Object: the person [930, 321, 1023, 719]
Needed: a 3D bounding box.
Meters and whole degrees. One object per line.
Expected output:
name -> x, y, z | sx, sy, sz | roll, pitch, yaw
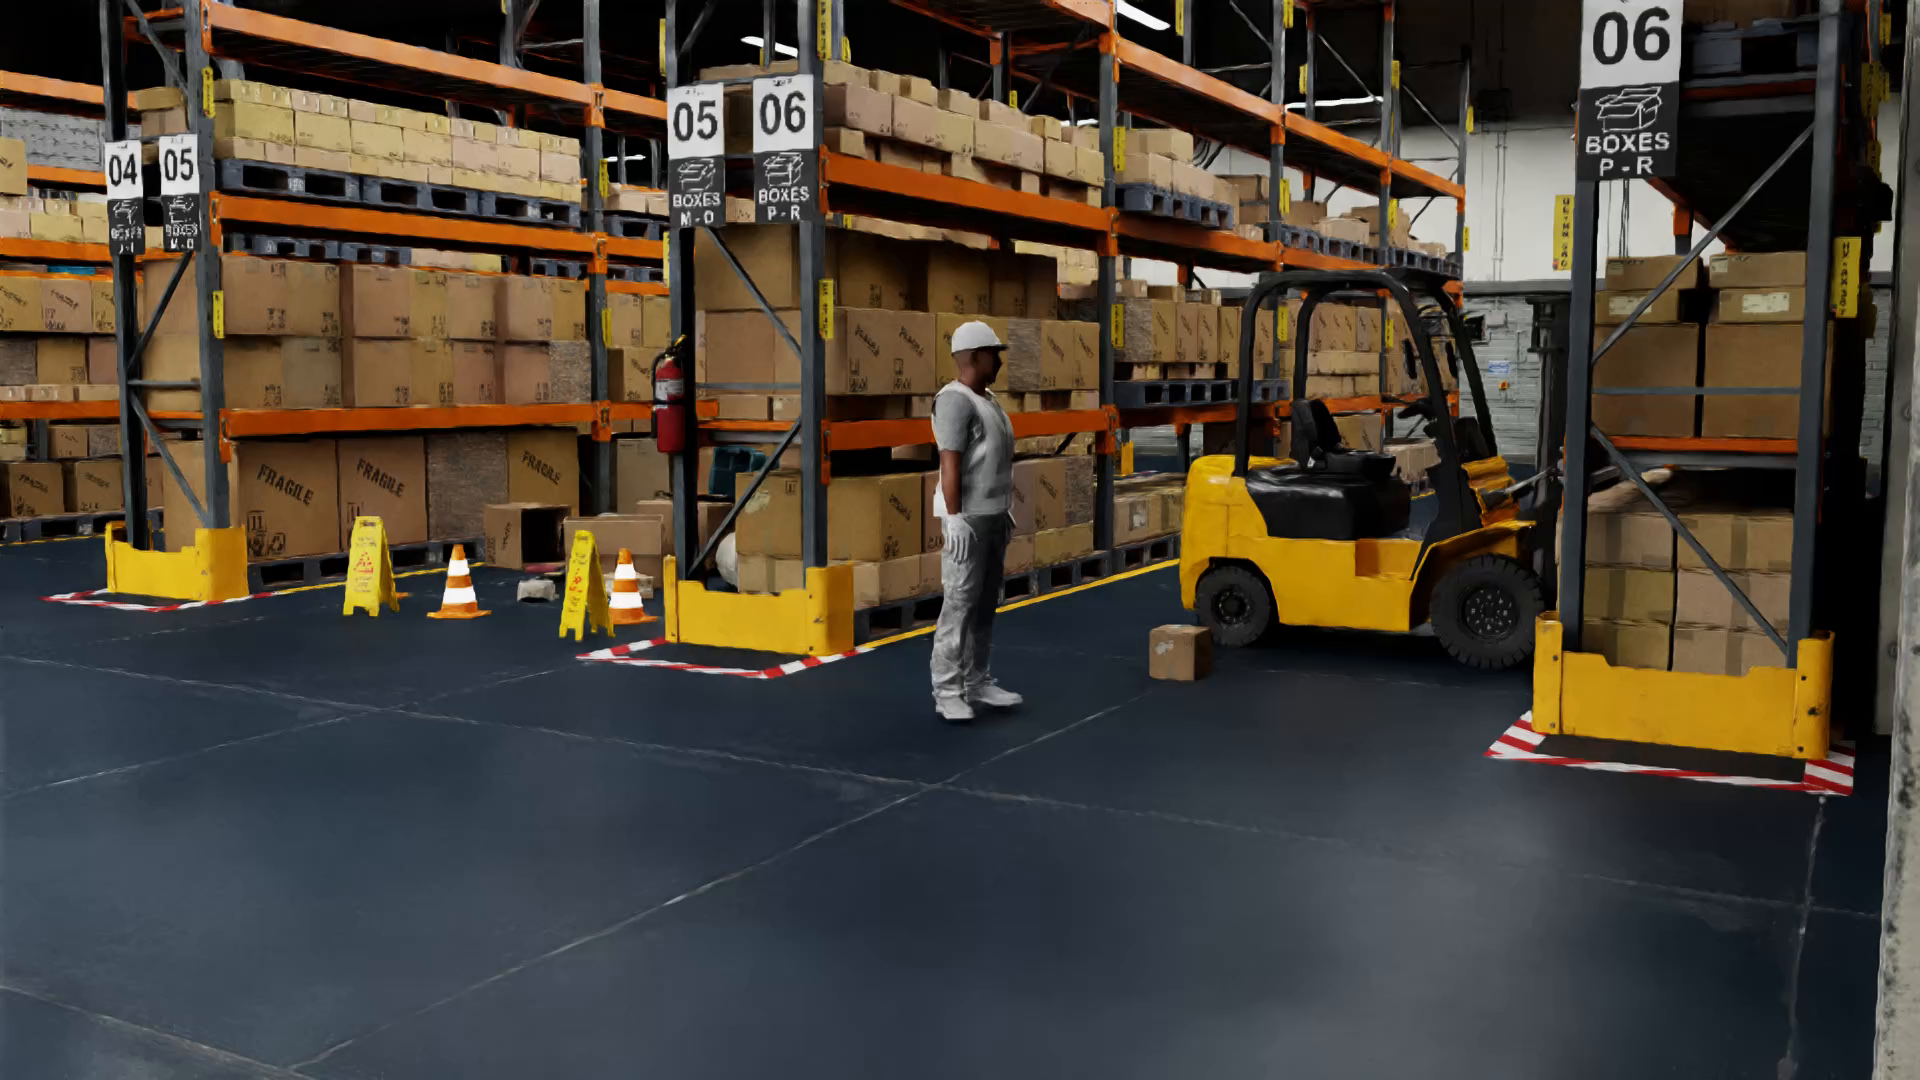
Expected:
person -> 0.080, -0.103, 7.643 | 0.392, 1.792, 0.638 | 2, 6, 21
